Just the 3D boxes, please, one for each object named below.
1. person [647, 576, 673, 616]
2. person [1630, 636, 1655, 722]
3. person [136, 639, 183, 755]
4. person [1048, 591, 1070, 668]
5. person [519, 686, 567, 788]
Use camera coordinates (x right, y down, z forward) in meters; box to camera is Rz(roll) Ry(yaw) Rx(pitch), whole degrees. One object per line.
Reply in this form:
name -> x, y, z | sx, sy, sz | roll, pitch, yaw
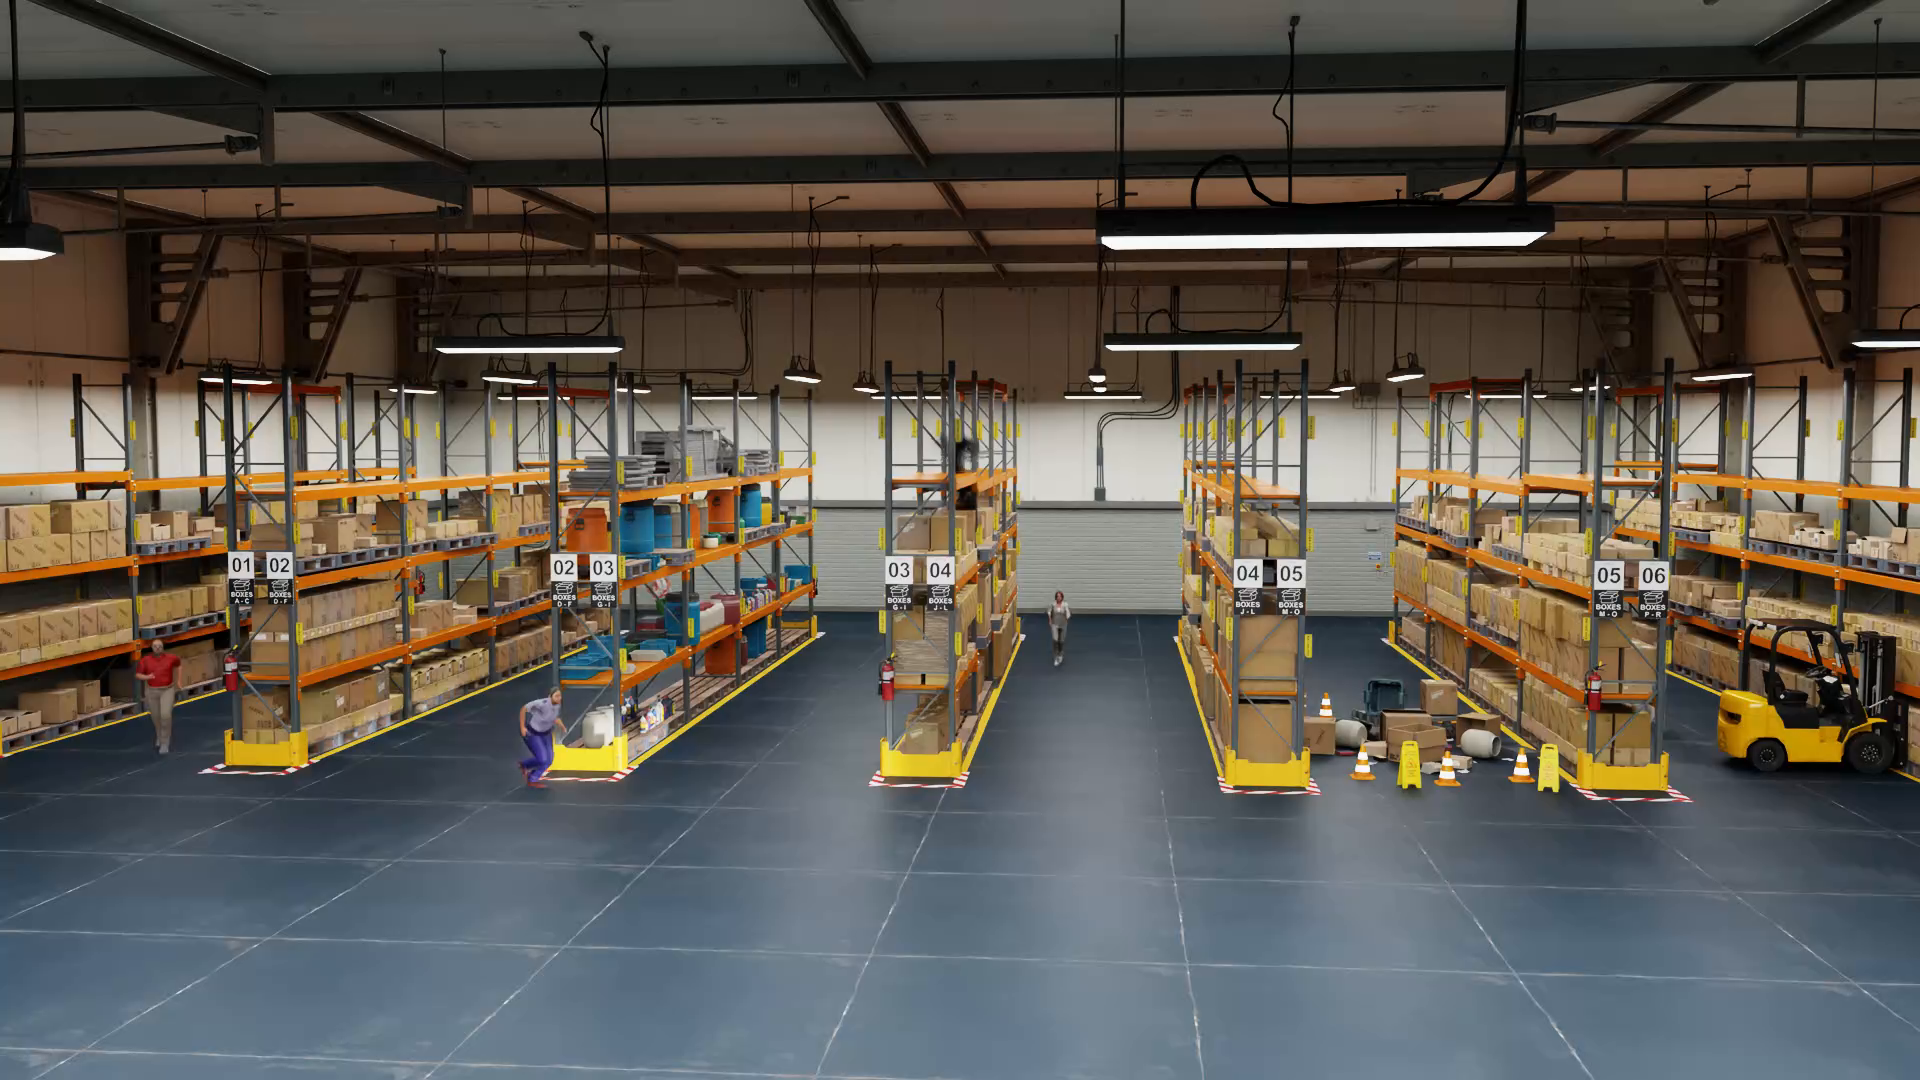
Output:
person -> -7.369, 1.449, 41.209 | 0.814, 1.759, 0.723 | -2, 4, -32
person -> 11.706, 2.414, 28.491 | 0.545, 1.484, 1.090 | -1, 4, -12
person -> -12.509, 2.431, 25.986 | 0.613, 1.792, 0.890 | -1, 4, -14
person -> 2.091, 1.888, 35.410 | 0.435, 1.636, 0.822 | 0, 4, -1
person -> -5.860, 2.754, 23.191 | 0.773, 1.472, 0.634 | 2, 4, 31
